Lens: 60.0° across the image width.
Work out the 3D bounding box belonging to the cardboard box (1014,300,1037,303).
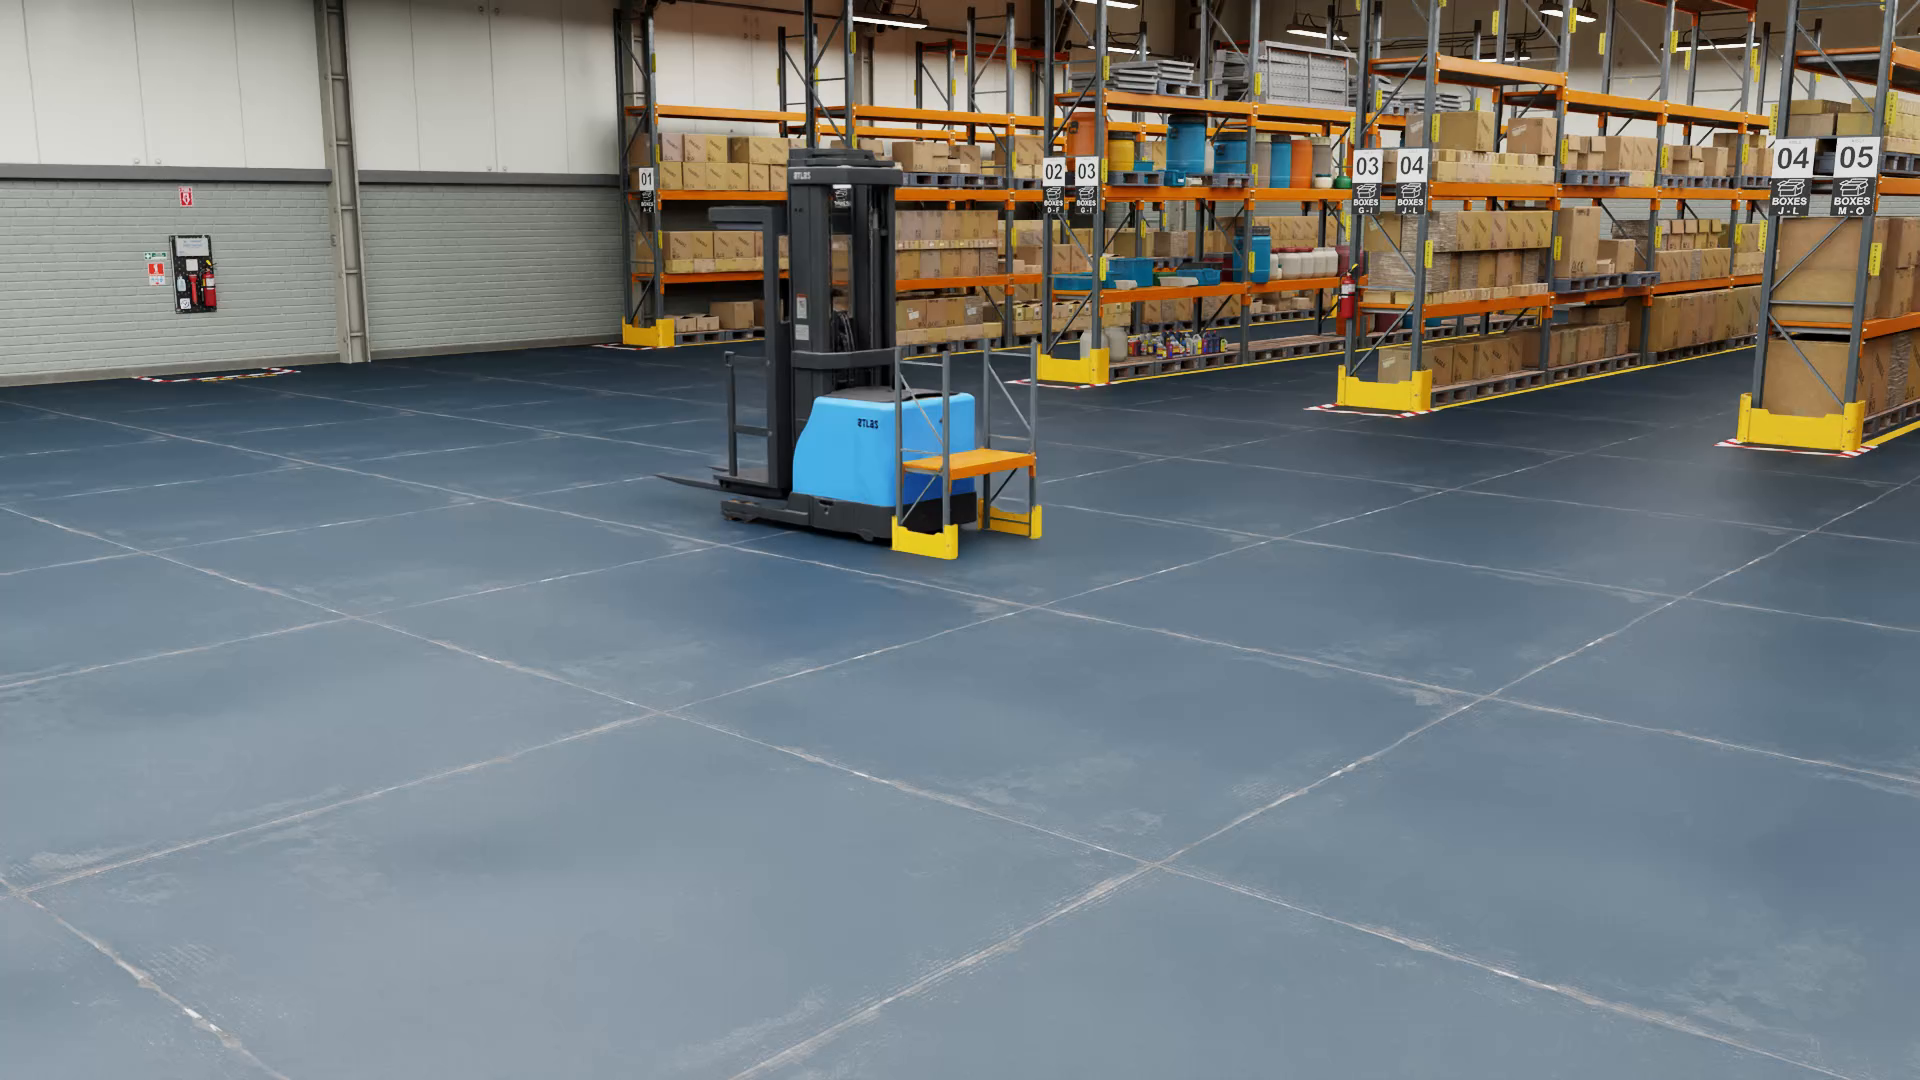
[{"bbox_3d":[1.265,-4.404,31.620,0.500,0.311,0.500,10,15,40],"label":"cardboard box"}]

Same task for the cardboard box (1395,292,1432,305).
[{"bbox_3d":[5.708,-3.043,20.927,0.380,0.149,0.250,10,15,40],"label":"cardboard box"}]

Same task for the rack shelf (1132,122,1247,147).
[{"bbox_3d":[4.504,-8.300,34.151,1.077,0.370,4.000,10,15,40],"label":"rack shelf"}]

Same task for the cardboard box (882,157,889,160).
[{"bbox_3d":[-1.536,-6.311,27.948,0.500,0.250,0.500,10,15,40],"label":"cardboard box"}]

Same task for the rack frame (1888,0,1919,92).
[{"bbox_3d":[11.641,-6.029,19.921,1.000,3.000,0.127,10,15,40],"label":"rack frame"}]

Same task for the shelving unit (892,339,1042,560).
[{"bbox_3d":[0.061,-0.708,12.427,0.587,1.500,1.083,9,15,39],"label":"shelving unit"}]

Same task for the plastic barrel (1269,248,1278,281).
[{"bbox_3d":[5.057,-4.563,27.549,0.433,0.535,0.433,0,11,0],"label":"plastic barrel"}]

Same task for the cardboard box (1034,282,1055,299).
[{"bbox_3d":[1.769,-5.881,38.912,0.750,0.750,0.750,10,15,41],"label":"cardboard box"}]

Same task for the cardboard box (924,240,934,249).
[{"bbox_3d":[-0.662,-5.059,28.471,0.380,0.149,0.250,10,15,41],"label":"cardboard box"}]

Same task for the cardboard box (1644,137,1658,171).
[{"bbox_3d":[10.495,-5.994,25.874,0.500,0.500,0.500,10,15,42],"label":"cardboard box"}]

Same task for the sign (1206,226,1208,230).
[{"bbox_3d":[5.411,-6.695,36.363,0.100,0.325,0.005,10,15,40],"label":"sign"}]

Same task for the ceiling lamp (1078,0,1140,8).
[{"bbox_3d":[2.481,-10.459,27.199,0.800,3.185,2.000,10,15,40],"label":"ceiling lamp"}]

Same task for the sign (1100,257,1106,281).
[{"bbox_3d":[2.031,-3.859,23.667,0.100,0.325,0.005,10,15,40],"label":"sign"}]

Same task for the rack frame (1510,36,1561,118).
[{"bbox_3d":[12.183,-9.091,35.252,1.000,3.000,0.127,10,15,40],"label":"rack frame"}]

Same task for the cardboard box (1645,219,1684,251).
[{"bbox_3d":[11.549,-5.074,27.639,0.797,0.503,0.637,10,15,42],"label":"cardboard box"}]

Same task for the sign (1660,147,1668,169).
[{"bbox_3d":[11.028,-5.986,26.043,0.100,0.325,0.005,10,15,40],"label":"sign"}]

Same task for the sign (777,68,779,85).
[{"bbox_3d":[-3.601,-9.213,33.073,0.100,0.325,0.005,10,15,40],"label":"sign"}]

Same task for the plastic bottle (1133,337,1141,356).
[{"bbox_3d":[2.771,-3.025,26.012,0.061,0.283,0.133,10,15,40],"label":"plastic bottle"}]

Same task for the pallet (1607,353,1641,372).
[{"bbox_3d":[10.105,-2.849,26.439,1.003,0.211,1.213,10,15,40],"label":"pallet"}]

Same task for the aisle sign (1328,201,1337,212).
[{"bbox_3d":[8.739,-8.035,38.646,0.394,0.787,0.004,10,15,40],"label":"aisle sign"}]

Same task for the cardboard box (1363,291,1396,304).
[{"bbox_3d":[5.374,-3.100,21.215,0.380,0.149,0.250,10,15,40],"label":"cardboard box"}]

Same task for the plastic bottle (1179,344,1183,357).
[{"bbox_3d":[3.409,-2.945,25.817,0.097,0.201,0.097,0,11,0],"label":"plastic bottle"}]

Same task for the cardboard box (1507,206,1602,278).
[{"bbox_3d":[8.611,-4.342,24.188,1.000,1.000,1.000,10,15,41],"label":"cardboard box"}]

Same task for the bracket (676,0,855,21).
[{"bbox_3d":[-3.767,-10.392,32.576,0.076,0.066,4.783,10,15,40],"label":"bracket"}]

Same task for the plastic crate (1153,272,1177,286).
[{"bbox_3d":[3.153,-4.116,26.203,0.450,0.188,0.662,10,15,40],"label":"plastic crate"}]

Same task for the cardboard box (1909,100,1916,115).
[{"bbox_3d":[9.962,-4.612,17.762,0.380,0.149,0.250,10,15,41],"label":"cardboard box"}]

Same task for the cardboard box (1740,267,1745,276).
[{"bbox_3d":[13.881,-4.836,29.907,0.380,0.149,0.250,9,14,38],"label":"cardboard box"}]

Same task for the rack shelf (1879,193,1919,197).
[{"bbox_3d":[12.961,-4.499,21.759,1.077,0.370,4.000,10,15,40],"label":"rack shelf"}]

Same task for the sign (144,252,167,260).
[{"bbox_3d":[-12.062,-4.258,24.928,0.001,0.109,0.331,10,15,40],"label":"sign"}]

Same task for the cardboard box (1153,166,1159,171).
[{"bbox_3d":[3.446,-7.202,33.195,0.910,0.500,0.500,10,15,40],"label":"cardboard box"}]

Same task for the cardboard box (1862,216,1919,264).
[{"bbox_3d":[11.096,-3.544,19.658,0.875,0.550,0.550,10,15,40],"label":"cardboard box"}]

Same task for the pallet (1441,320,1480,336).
[{"bbox_3d":[9.998,-4.306,33.733,1.003,0.211,1.213,10,15,40],"label":"pallet"}]

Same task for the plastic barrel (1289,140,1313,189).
[{"bbox_3d":[5.765,-6.465,28.664,0.600,0.830,0.708,10,15,40],"label":"plastic barrel"}]

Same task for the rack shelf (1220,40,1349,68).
[{"bbox_3d":[7.144,-10.715,36.733,1.077,0.370,4.000,10,15,40],"label":"rack shelf"}]

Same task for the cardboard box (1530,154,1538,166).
[{"bbox_3d":[7.639,-5.175,22.671,0.380,0.149,0.250,9,14,38],"label":"cardboard box"}]

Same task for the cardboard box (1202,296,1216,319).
[{"bbox_3d":[5.049,-4.936,35.027,0.500,0.500,0.500,10,15,41],"label":"cardboard box"}]

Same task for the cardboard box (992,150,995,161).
[{"bbox_3d":[1.068,-8.749,37.906,0.500,0.250,0.500,9,15,39],"label":"cardboard box"}]

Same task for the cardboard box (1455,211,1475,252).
[{"bbox_3d":[6.244,-3.958,21.303,0.500,0.500,0.500,10,15,40],"label":"cardboard box"}]

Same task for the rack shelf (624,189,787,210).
[{"bbox_3d":[-4.501,-6.488,31.716,1.077,0.370,4.000,10,15,40],"label":"rack shelf"}]

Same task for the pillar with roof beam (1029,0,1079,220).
[{"bbox_3d":[5.146,-9.442,37.007,9.100,9.000,0.548,10,15,40],"label":"pillar with roof beam"}]

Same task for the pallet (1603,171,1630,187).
[{"bbox_3d":[9.152,-5.352,24.670,1.213,0.211,1.003,10,15,40],"label":"pallet"}]

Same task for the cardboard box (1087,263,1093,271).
[{"bbox_3d":[2.384,-5.295,32.204,0.250,0.149,0.380,-11,16,-43],"label":"cardboard box"}]

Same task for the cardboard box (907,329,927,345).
[{"bbox_3d":[-0.919,-3.491,28.481,0.500,0.250,0.500,10,15,40],"label":"cardboard box"}]

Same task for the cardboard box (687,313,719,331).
[{"bbox_3d":[-4.920,-4.147,31.558,0.500,0.311,0.500,-11,15,-43],"label":"cardboard box"}]

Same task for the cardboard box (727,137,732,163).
[{"bbox_3d":[-4.701,-7.418,31.673,0.500,0.500,0.500,10,15,40],"label":"cardboard box"}]

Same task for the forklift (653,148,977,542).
[{"bbox_3d":[-1.309,-1.641,13.446,3.031,2.935,1.130,10,15,40],"label":"forklift"}]

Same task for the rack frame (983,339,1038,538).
[{"bbox_3d":[0.383,-0.783,12.801,0.500,1.500,0.032,9,15,39],"label":"rack frame"}]

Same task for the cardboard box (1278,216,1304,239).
[{"bbox_3d":[7.366,-7.001,37.299,0.500,0.500,0.500,10,15,42],"label":"cardboard box"}]

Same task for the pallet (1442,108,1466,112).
[{"bbox_3d":[9.019,-8.088,31.734,1.003,0.211,1.213,10,15,40],"label":"pallet"}]

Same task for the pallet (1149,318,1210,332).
[{"bbox_3d":[4.510,-4.529,34.849,1.003,0.211,1.213,10,15,40],"label":"pallet"}]

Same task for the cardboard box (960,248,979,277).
[{"bbox_3d":[-0.089,-4.929,29.476,0.700,0.500,0.500,10,15,40],"label":"cardboard box"}]

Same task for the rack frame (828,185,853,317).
[{"bbox_3d":[-2.098,-4.436,27.263,1.000,3.000,0.127,10,15,40],"label":"rack frame"}]

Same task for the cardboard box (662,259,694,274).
[{"bbox_3d":[-5.260,-5.043,30.633,0.500,0.250,0.500,9,15,39],"label":"cardboard box"}]

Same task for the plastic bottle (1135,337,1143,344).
[{"bbox_3d":[2.782,-3.056,26.184,0.152,0.276,0.135,9,15,39],"label":"plastic bottle"}]

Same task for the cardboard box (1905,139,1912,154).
[{"bbox_3d":[9.968,-4.222,17.846,0.380,0.149,0.250,10,15,41],"label":"cardboard box"}]
